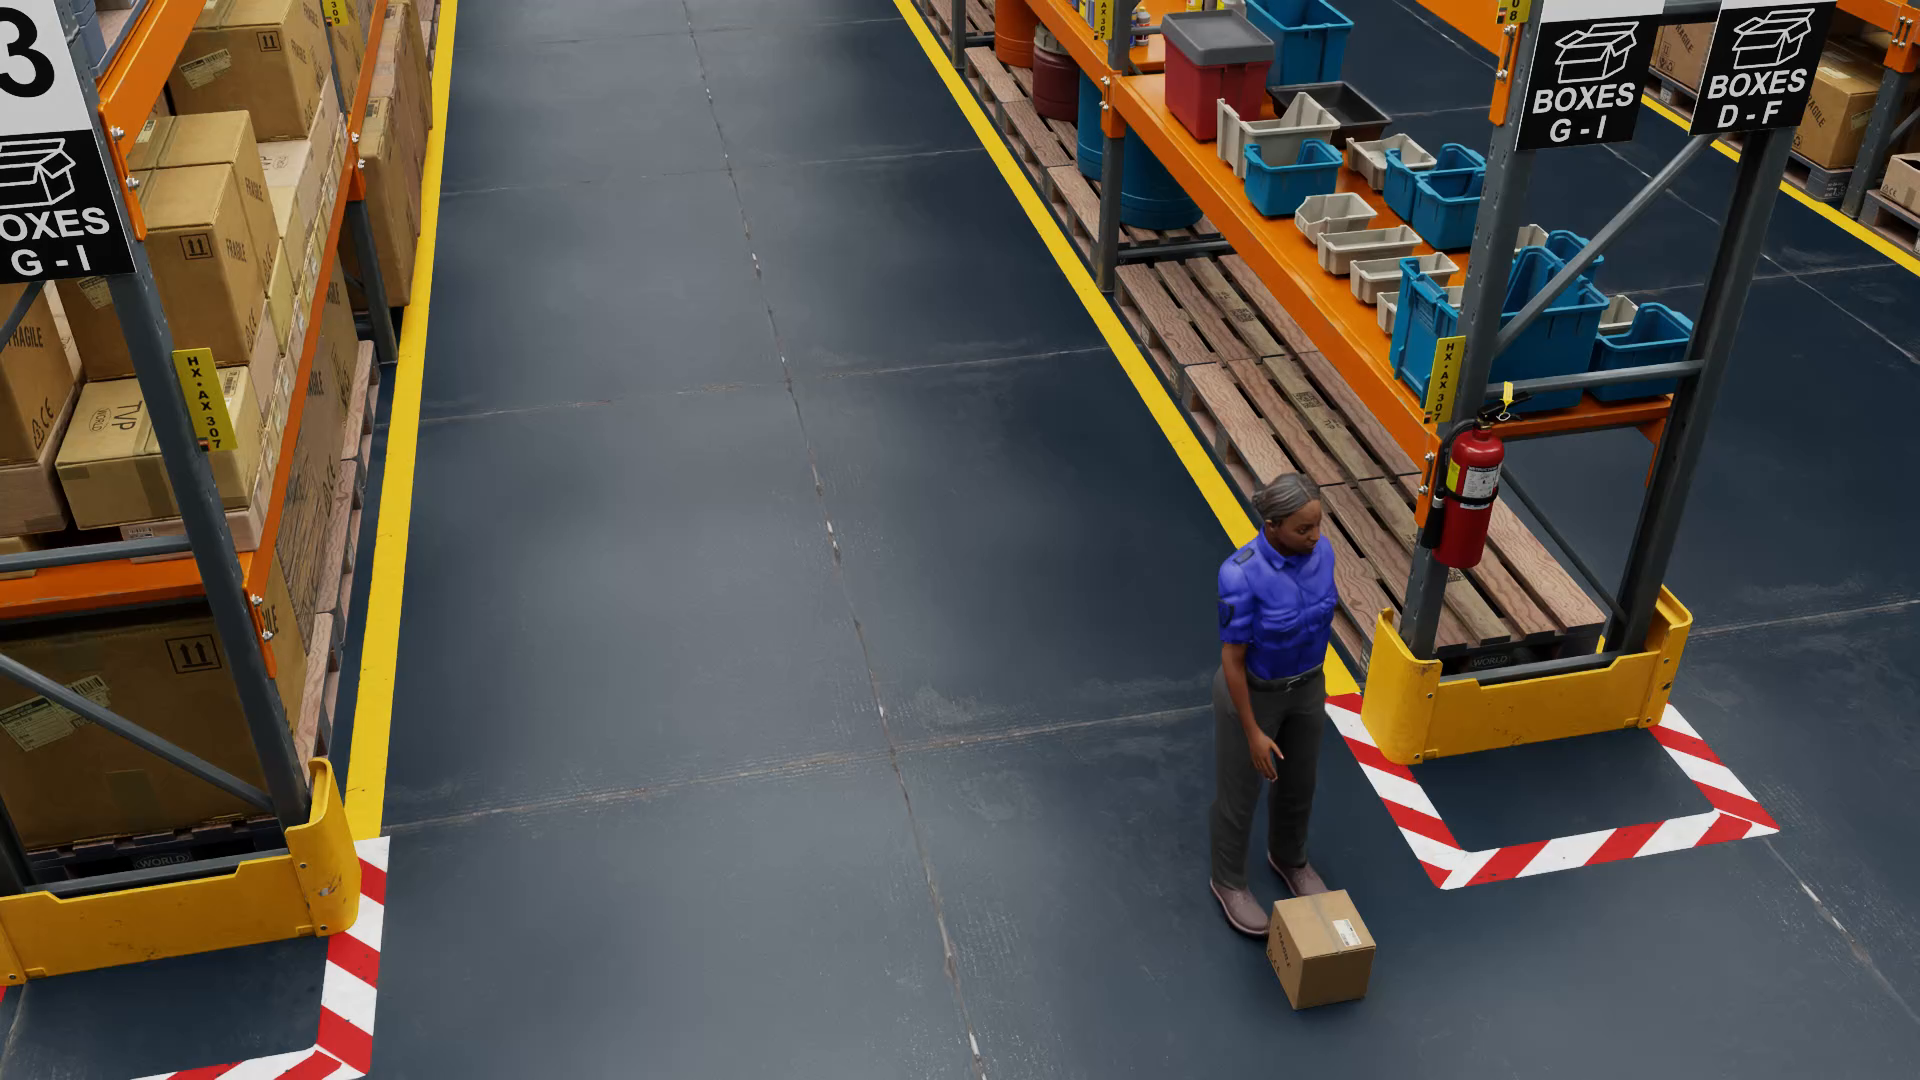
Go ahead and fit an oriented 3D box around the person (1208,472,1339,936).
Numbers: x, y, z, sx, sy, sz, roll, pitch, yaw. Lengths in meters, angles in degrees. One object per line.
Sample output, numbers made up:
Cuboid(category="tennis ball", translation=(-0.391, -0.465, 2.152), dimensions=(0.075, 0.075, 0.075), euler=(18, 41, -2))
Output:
Cuboid(category="person", translation=(1.028, 0.545, 5.343), dimensions=(0.457, 1.687, 0.439), euler=(-16, 38, -22))
